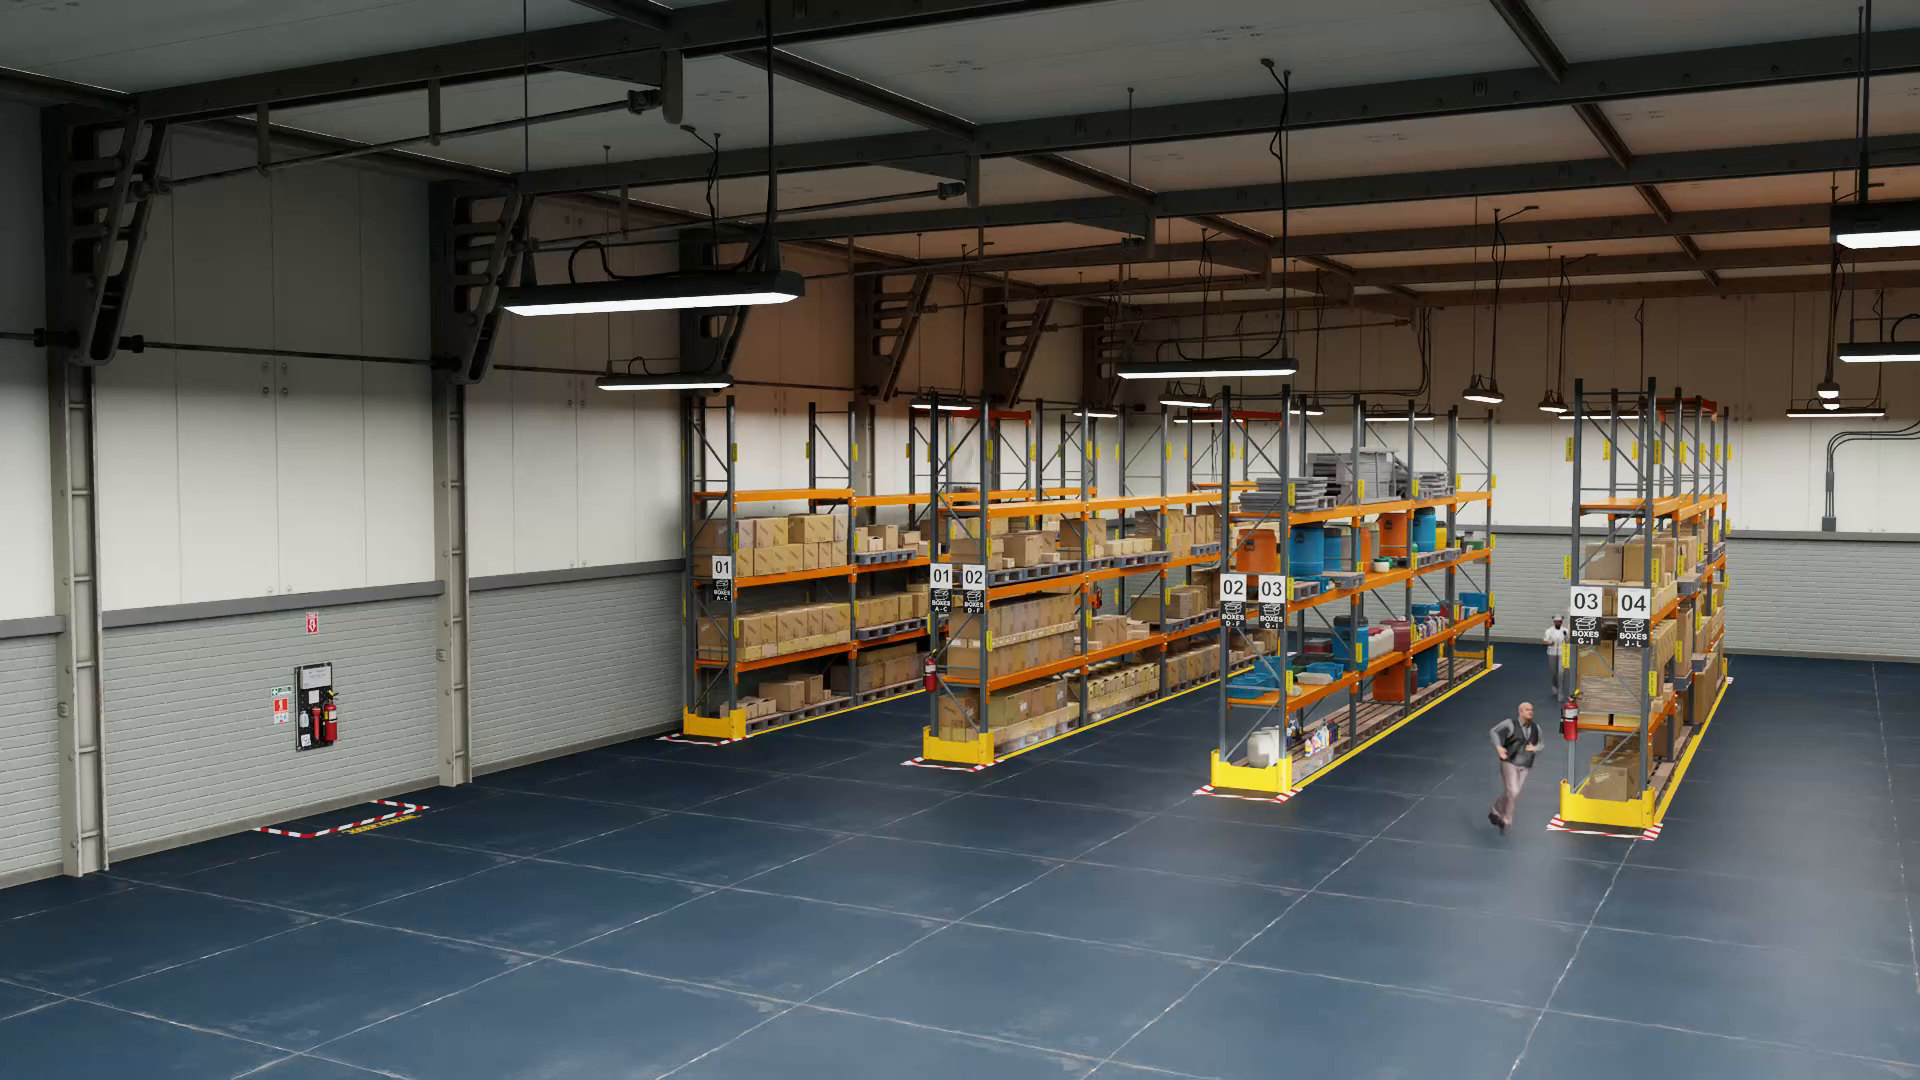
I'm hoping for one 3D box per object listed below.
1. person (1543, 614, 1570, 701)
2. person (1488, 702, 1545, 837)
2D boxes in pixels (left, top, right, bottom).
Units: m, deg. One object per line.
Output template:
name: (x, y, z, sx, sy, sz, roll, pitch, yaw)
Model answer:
person: (12.145, 2.360, 33.810, 0.576, 1.719, 0.890, 1, 3, 20)
person: (7.340, 3.014, 21.991, 0.689, 1.771, 0.688, -1, 3, -13)
